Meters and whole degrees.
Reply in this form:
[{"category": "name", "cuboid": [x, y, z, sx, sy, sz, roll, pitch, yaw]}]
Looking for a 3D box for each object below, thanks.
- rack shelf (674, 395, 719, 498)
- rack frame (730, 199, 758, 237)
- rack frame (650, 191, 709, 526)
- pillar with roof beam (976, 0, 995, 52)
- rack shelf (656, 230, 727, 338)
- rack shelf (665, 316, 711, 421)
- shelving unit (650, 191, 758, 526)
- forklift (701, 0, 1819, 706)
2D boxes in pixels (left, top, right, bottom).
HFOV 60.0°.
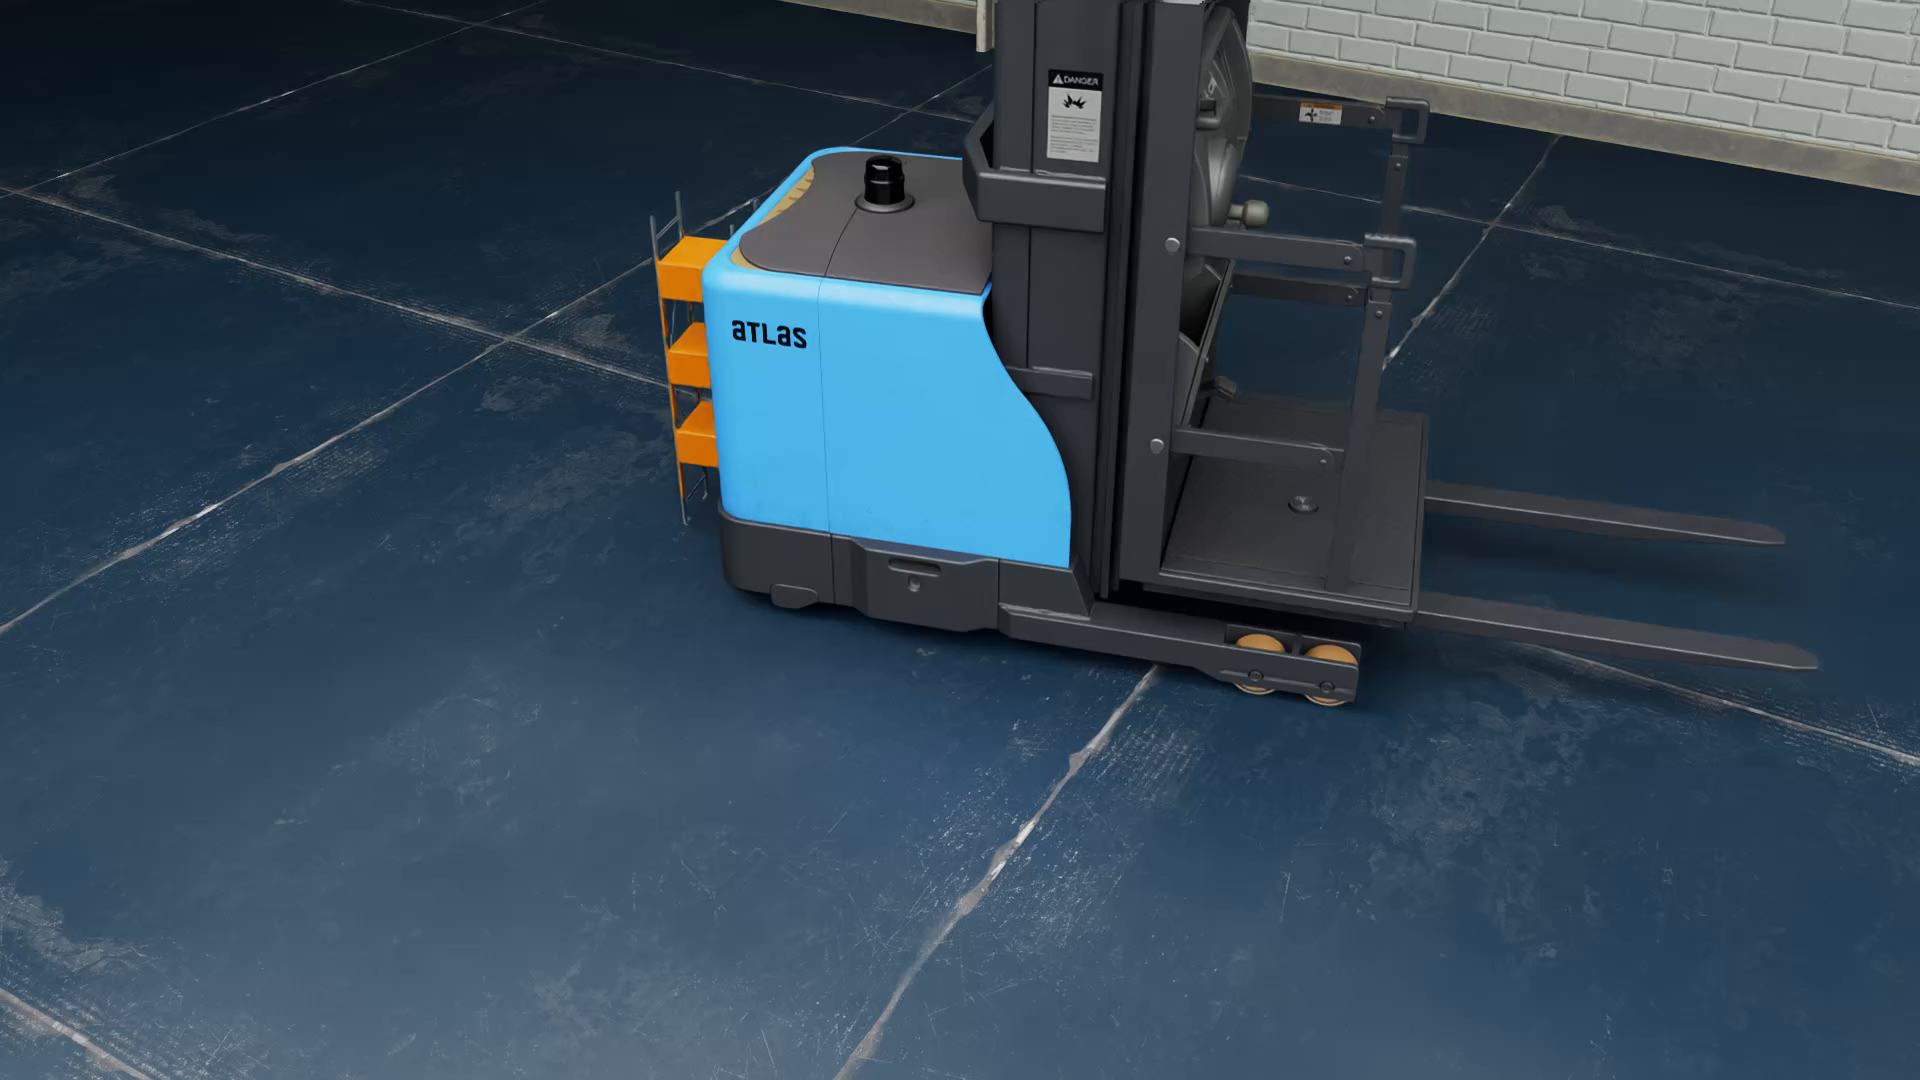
[{"category": "rack shelf", "cuboid": [-0.737, -0.279, 5.243, 0.240, 0.259, 0.215, 8, 35, 12]}, {"category": "rack frame", "cuboid": [-0.619, -0.502, 5.057, 0.008, 1.050, 0.200, 8, 35, 12]}, {"category": "rack frame", "cuboid": [-0.855, -0.537, 5.109, 0.008, 1.050, 0.200, 8, 35, 12]}, {"category": "pillar with roof beam", "cuboid": [-1.800, -4.461, 3.830, 0.400, 9.000, 9.100, 18, 37, 24]}, {"category": "rack shelf", "cuboid": [-0.737, -0.747, 4.932, 0.240, 0.259, 0.215, 8, 35, 12]}, {"category": "rack shelf", "cuboid": [-0.737, -0.511, 5.089, 0.240, 0.259, 0.215, 8, 35, 12]}, {"category": "shelving unit", "cuboid": [-0.737, -0.520, 5.083, 0.252, 1.050, 0.215, 8, 35, 12]}, {"category": "forklift", "cuboid": [0.867, -1.092, 4.246, 3.031, 2.935, 1.130, 8, 35, 12]}]
